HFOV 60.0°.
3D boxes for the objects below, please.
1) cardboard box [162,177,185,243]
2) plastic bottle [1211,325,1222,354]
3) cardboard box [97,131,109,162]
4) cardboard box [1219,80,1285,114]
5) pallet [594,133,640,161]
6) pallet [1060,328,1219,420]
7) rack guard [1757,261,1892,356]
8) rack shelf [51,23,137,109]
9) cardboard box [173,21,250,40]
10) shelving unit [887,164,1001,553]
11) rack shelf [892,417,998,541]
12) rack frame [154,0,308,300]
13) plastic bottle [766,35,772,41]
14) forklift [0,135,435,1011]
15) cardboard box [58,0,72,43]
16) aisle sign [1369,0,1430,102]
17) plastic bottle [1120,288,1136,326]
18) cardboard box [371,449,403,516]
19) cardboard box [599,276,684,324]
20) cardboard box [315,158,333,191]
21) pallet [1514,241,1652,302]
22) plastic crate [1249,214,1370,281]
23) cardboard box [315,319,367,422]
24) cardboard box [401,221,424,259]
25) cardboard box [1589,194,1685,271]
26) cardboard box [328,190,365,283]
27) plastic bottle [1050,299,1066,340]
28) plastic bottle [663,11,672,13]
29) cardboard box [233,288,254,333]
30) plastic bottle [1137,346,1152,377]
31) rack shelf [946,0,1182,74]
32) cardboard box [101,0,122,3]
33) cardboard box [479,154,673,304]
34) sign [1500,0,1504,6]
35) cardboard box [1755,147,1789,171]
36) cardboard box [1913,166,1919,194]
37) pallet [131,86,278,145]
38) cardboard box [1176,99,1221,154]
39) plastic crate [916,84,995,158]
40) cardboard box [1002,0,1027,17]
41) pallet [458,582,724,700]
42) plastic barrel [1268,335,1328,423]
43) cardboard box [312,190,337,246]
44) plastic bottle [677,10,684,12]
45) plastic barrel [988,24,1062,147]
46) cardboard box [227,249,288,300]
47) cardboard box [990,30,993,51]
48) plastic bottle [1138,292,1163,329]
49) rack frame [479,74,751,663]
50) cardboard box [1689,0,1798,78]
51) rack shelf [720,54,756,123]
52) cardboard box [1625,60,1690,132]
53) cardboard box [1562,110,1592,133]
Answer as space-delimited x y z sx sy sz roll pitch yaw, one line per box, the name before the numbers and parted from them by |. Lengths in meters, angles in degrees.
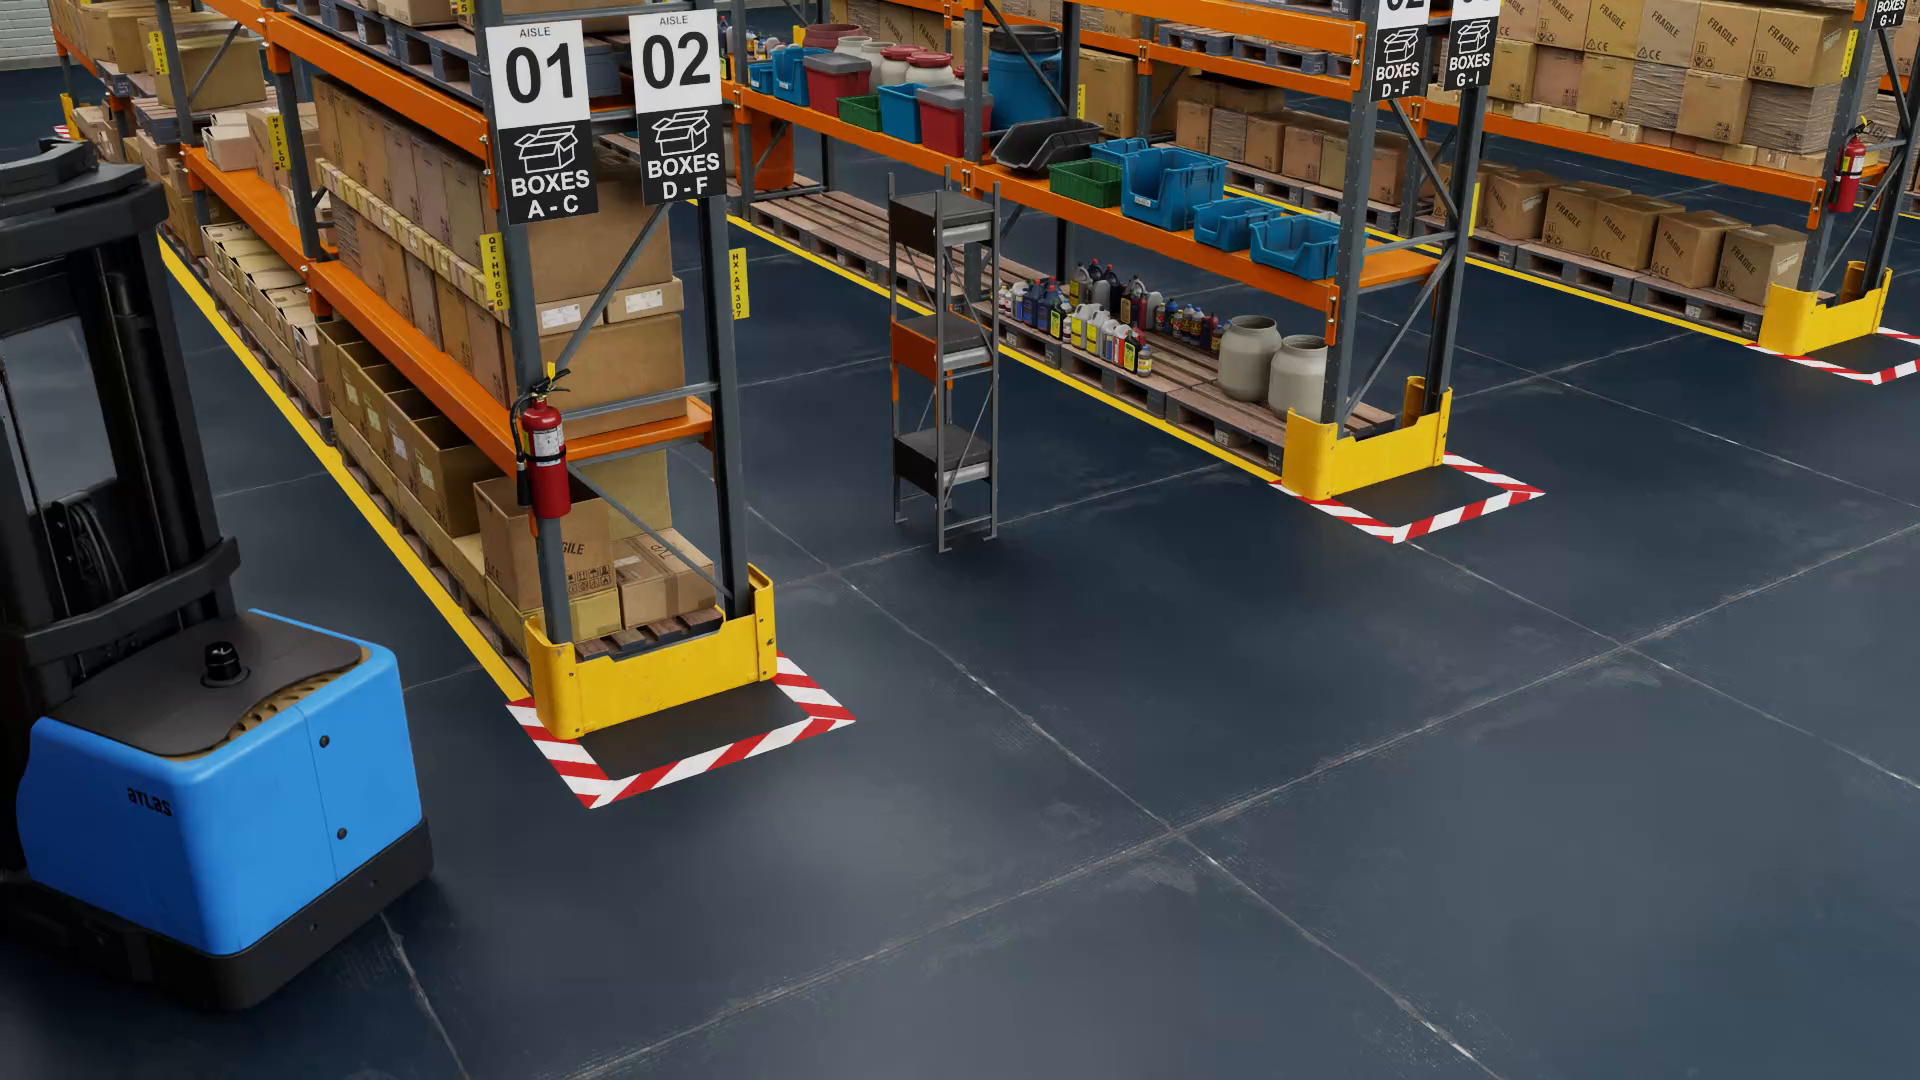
cardboard box | -6.844 -3.011 15.027 0.500 0.500 0.500 -17 30 -31
plastic bottle | 1.880 -1.461 12.093 0.097 0.201 0.097 0 25 0
cardboard box | -8.996 -4.297 17.973 0.500 0.311 0.500 -16 29 -30
cardboard box | 3.137 -4.772 17.880 0.500 0.250 0.500 -12 28 -24
pallet | -3.500 -4.515 19.066 1.003 0.211 1.213 -16 29 -30
pallet | 1.483 -1.252 12.155 1.003 0.211 1.213 -16 29 -30
rack guard | 6.773 -1.820 13.020 1.175 0.500 0.348 -16 29 -30
rack shelf | -9.130 -5.298 18.302 1.077 0.370 4.000 -16 29 -30
cardboard box | -6.632 -4.283 14.700 0.700 0.500 0.500 -10 27 -20
shelving unit | -0.090 -1.009 9.427 0.431 2.100 0.503 -16 29 -30
rack shelf | -0.090 -0.363 9.732 0.431 0.518 0.480 -16 29 -30
rack frame | -5.854 -3.477 13.603 1.000 3.000 0.127 -16 29 -30
plastic bottle | -1.955 -5.032 17.032 0.061 0.283 0.133 -16 29 -30
forklift | -3.690 -0.041 6.403 3.031 2.935 1.130 12 28 24
cardboard box | -9.643 -5.800 18.406 0.500 0.500 0.500 -16 29 -30
aisle sign | 2.455 -2.850 9.228 0.394 0.787 0.004 -16 29 -30
plastic bottle | 1.284 -1.790 12.695 0.061 0.283 0.133 -16 29 -30
cardboard box | -3.134 -0.397 9.806 0.500 0.250 0.500 -16 29 -30
cardboard box | -1.521 -1.145 7.785 0.380 0.149 0.250 -16 30 -30
cardboard box | -3.686 -2.244 10.113 0.380 0.149 0.250 -16 29 -30
pallet | 5.698 -2.424 14.638 1.003 0.211 1.213 -16 29 -30
plastic crate | 2.141 -1.811 10.247 0.499 0.251 0.616 -16 29 -30
cardboard box | -3.680 -1.094 10.403 0.500 0.500 0.500 -16 29 -30
cardboard box | -2.704 -1.601 8.751 0.380 0.149 0.250 -16 30 -30
cardboard box | 5.807 -2.644 14.274 0.500 0.500 0.500 -13 28 -25
cardboard box | -3.423 -1.935 10.218 0.700 0.500 0.500 -16 30 -31
plastic bottle | 0.733 -1.649 12.395 0.061 0.283 0.133 -14 29 -27
plastic bottle | -3.231 -5.753 18.480 0.144 0.351 0.185 -16 29 -30
cardboard box | -5.251 -1.804 12.787 0.500 0.250 0.500 -16 30 -31
plastic bottle | 1.295 -1.257 11.662 0.097 0.201 0.097 0 25 0
rack shelf | 1.356 -6.175 20.159 1.077 0.370 4.000 -16 29 -30
cardboard box | -8.531 -5.526 16.654 0.500 0.500 0.500 -15 29 -29
cardboard box | -1.760 -1.437 7.643 0.700 0.500 0.500 -15 29 -29
sign | 3.128 -3.256 9.610 0.100 0.325 0.005 -16 29 -30
cardboard box | 6.350 -2.953 12.786 0.380 0.149 0.250 -16 29 -30
cardboard box | 10.118 -3.814 16.312 0.875 0.875 0.875 -16 30 -30
pallet | -6.283 -3.617 14.123 1.213 0.211 1.003 -16 29 -30
cardboard box | 2.830 -4.618 18.432 0.700 0.500 0.500 -17 30 -32
plastic crate | -0.039 -3.331 13.217 0.402 0.464 0.583 -16 29 -30
cardboard box | 0.854 -6.679 20.268 0.500 0.500 0.500 -16 30 -31
pallet | -1.940 0.381 8.695 1.003 0.211 1.213 -16 29 -30
plastic barrel | 2.242 -1.052 10.886 0.421 0.512 0.421 0 25 0
cardboard box | -3.976 -2.145 10.955 0.500 0.250 0.500 -14 28 -26
plastic bottle | -3.110 -5.786 18.551 0.144 0.351 0.185 -16 29 -30
plastic barrel | 0.524 -3.635 13.350 0.600 0.901 0.708 -16 29 -30
cardboard box | -5.244 -2.053 12.657 0.500 0.311 0.500 -16 30 -31
cardboard box | 1.119 -5.901 20.733 1.225 0.875 0.875 -17 30 -31
plastic bottle | 1.441 -1.761 12.641 0.152 0.276 0.135 -15 29 -29
rack frame | -1.487 -0.616 7.541 1.000 3.000 0.127 -16 29 -30
cardboard box | 6.030 -3.872 12.801 0.500 0.500 0.500 -16 29 -30
rack shelf | -2.794 -5.021 17.714 1.077 0.370 4.000 -16 29 -30
cardboard box | 5.927 -3.646 13.494 0.875 0.500 0.500 -16 29 -30
cardboard box | 5.327 -3.560 14.072 0.380 0.149 0.250 -16 29 -30
